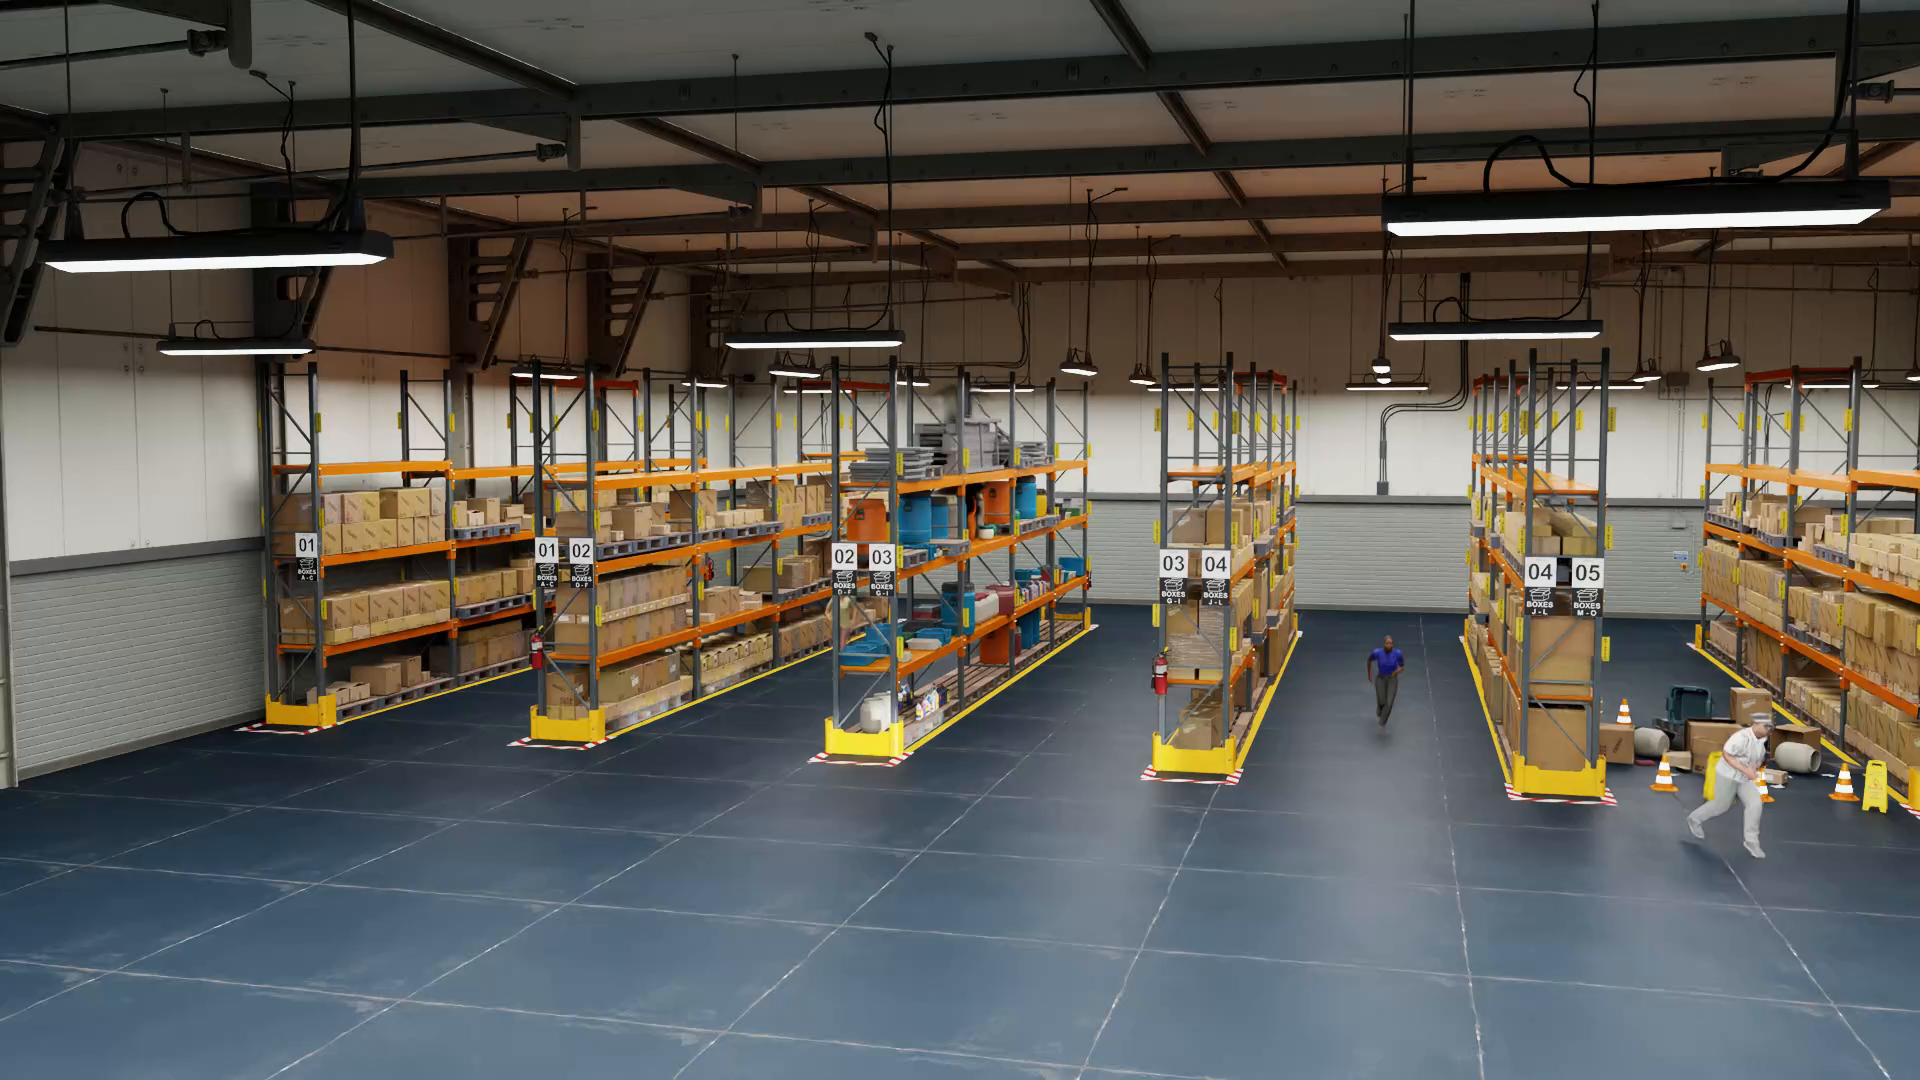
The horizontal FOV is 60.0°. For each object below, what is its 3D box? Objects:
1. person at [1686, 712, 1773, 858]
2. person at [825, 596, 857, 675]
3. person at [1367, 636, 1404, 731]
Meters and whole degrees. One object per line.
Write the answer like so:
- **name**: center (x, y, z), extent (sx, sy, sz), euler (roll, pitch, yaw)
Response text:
- **person**: center (9.049, 2.819, 19.553), extent (0.703, 1.720, 1.024), euler (-3, 5, -34)
- **person**: center (-2.259, 1.681, 31.506), extent (0.603, 1.672, 0.791), euler (0, 4, 2)
- **person**: center (6.923, 2.338, 27.027), extent (0.563, 1.576, 0.670), euler (0, 4, 5)
